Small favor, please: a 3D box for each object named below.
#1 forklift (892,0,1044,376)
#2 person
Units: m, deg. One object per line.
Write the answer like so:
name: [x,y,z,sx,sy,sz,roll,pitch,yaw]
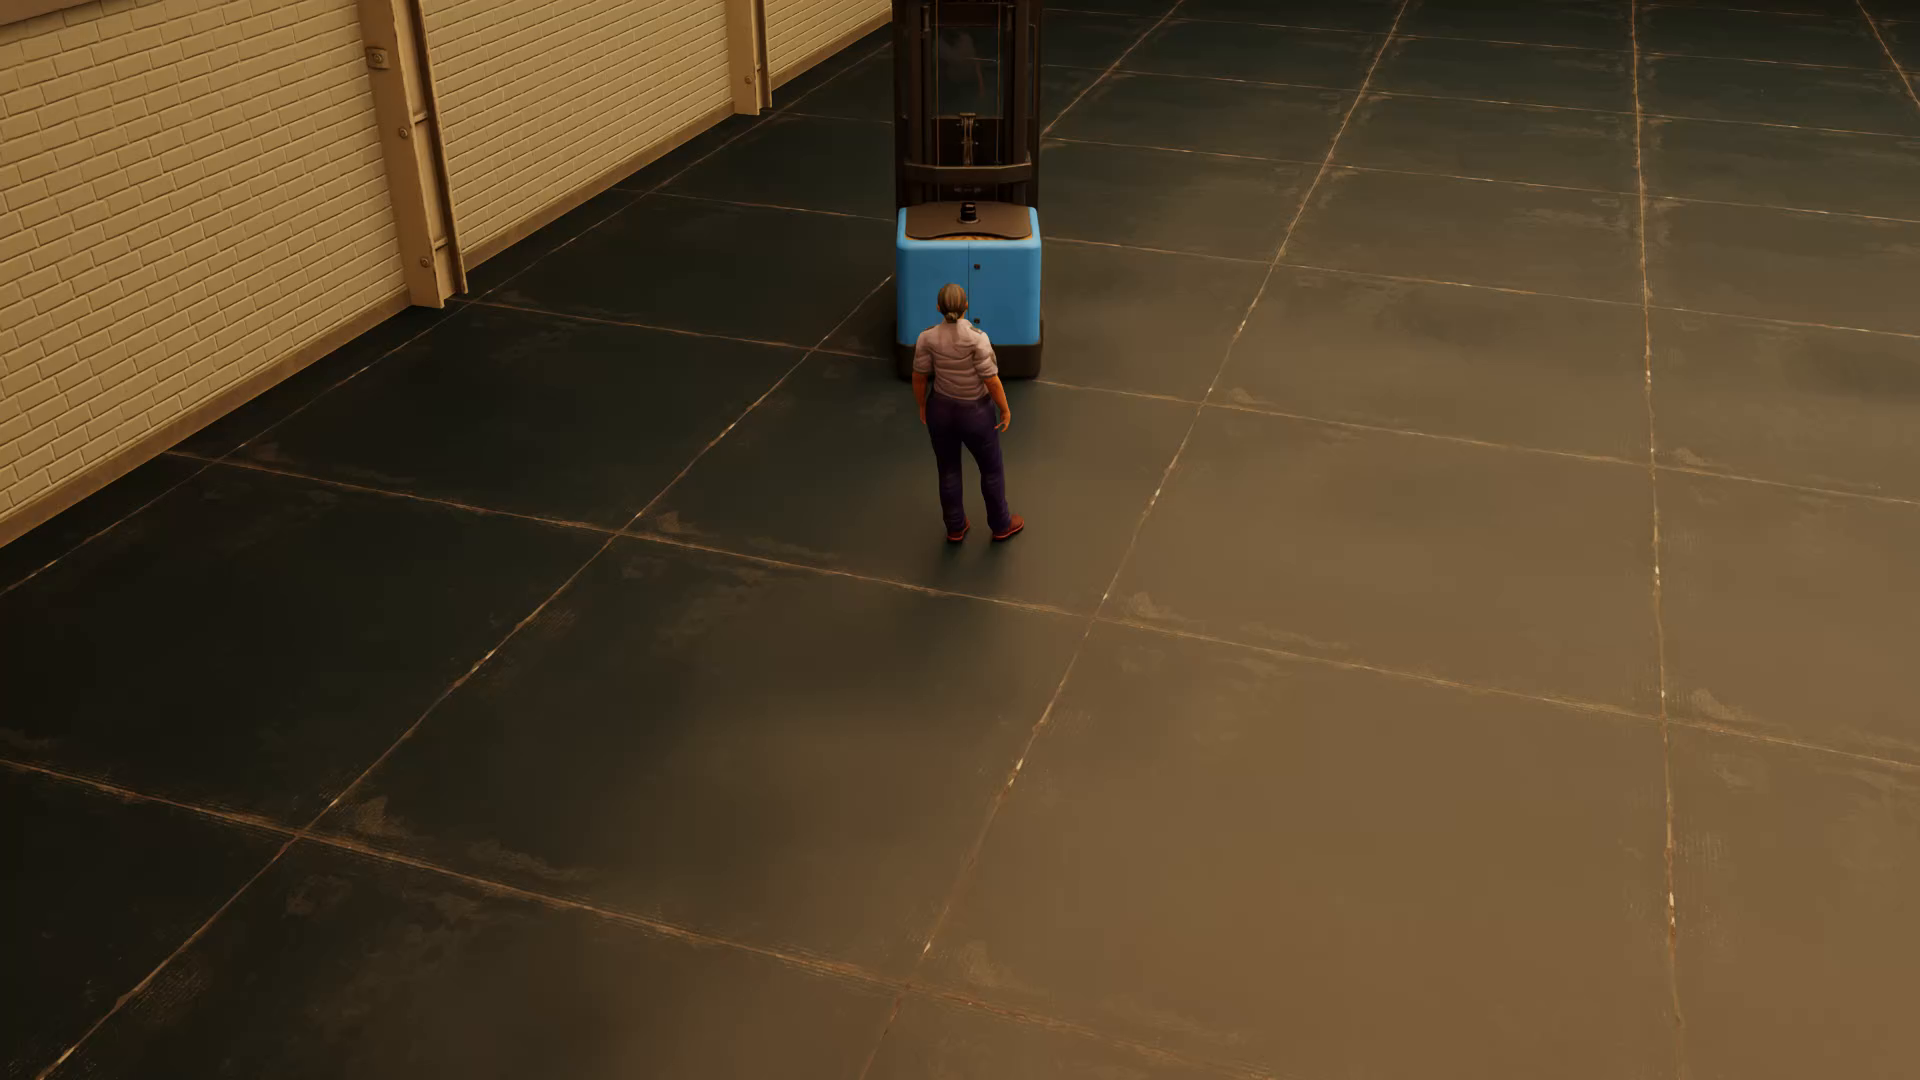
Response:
forklift: [0.051,-3.144,12.652,1.130,2.935,3.031,0,30,0]
person: [0.051,-0.760,9.752,0.598,1.651,0.502,10,31,16]
